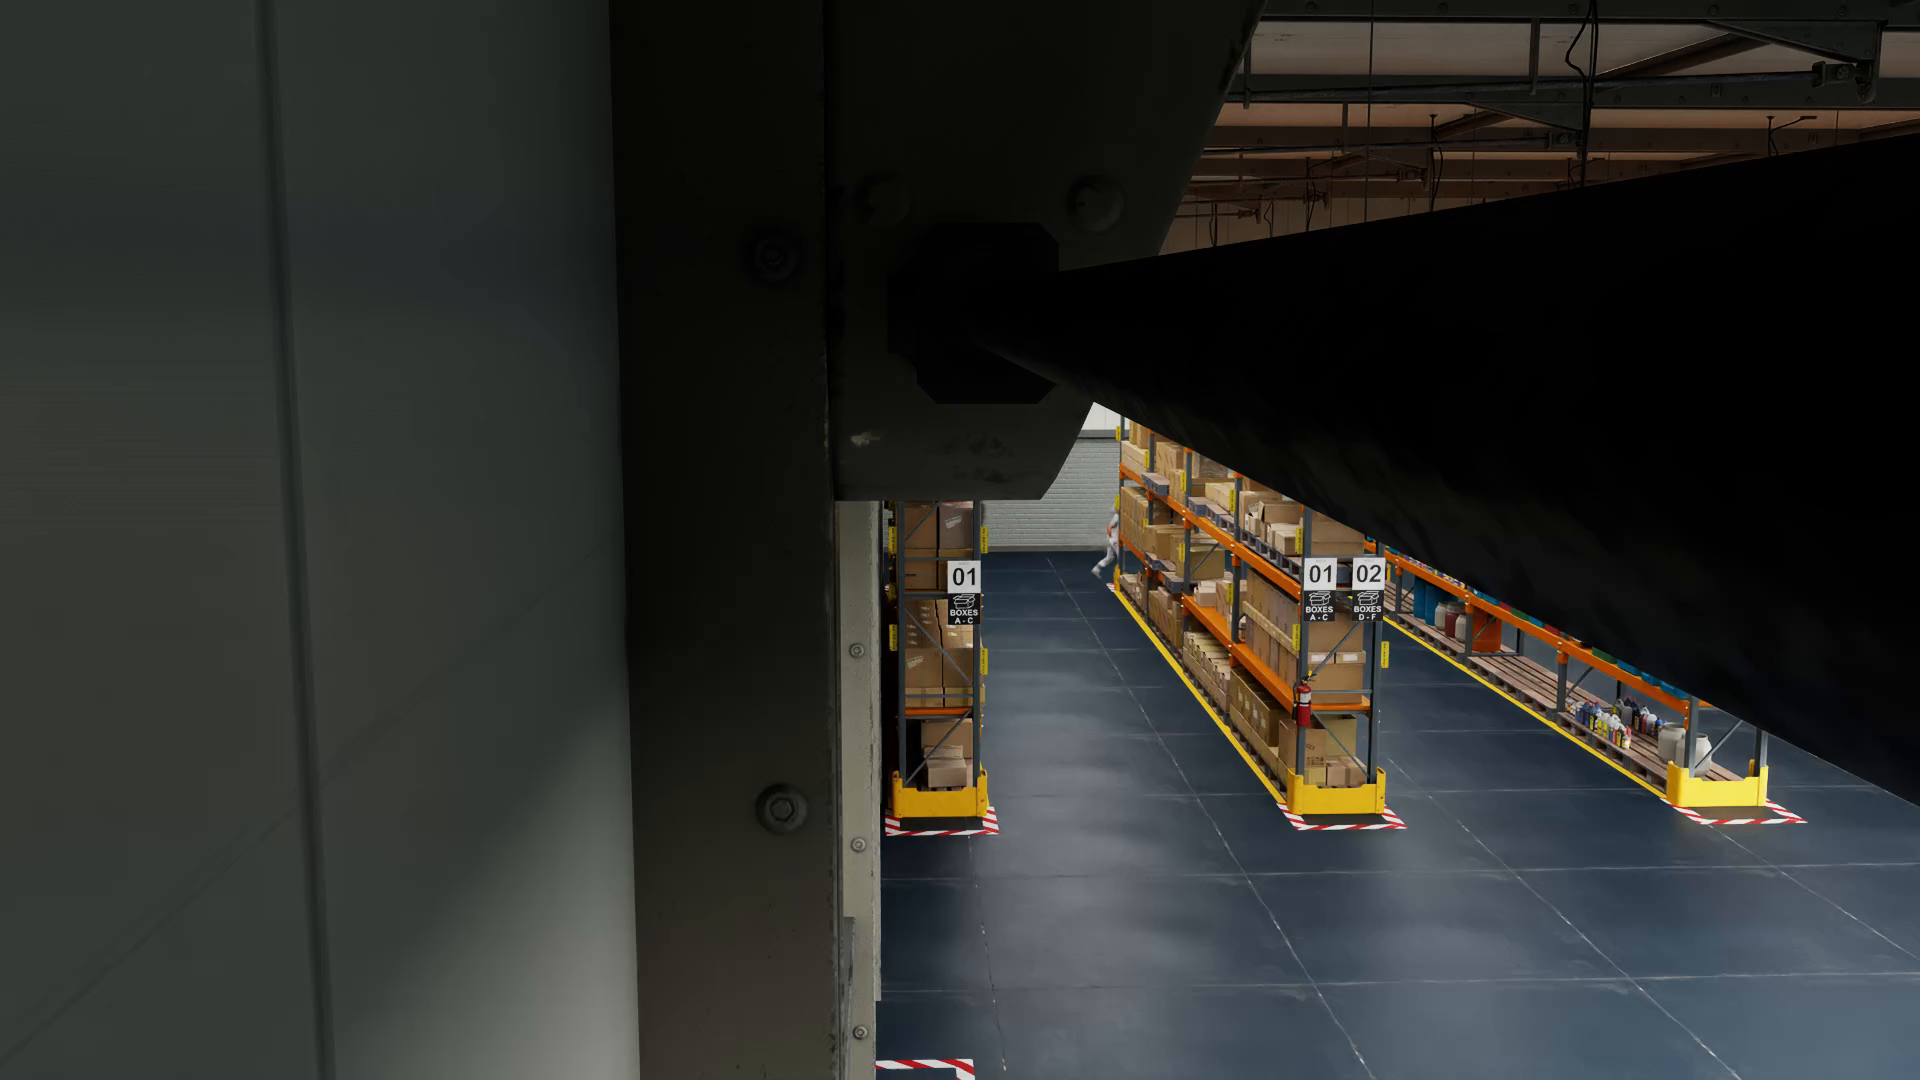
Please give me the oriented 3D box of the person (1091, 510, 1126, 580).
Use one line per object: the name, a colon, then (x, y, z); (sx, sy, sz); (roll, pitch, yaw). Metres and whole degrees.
person: (3.469, 0.056, 37.402); (1.032, 1.761, 0.634); (0, 8, 0)
